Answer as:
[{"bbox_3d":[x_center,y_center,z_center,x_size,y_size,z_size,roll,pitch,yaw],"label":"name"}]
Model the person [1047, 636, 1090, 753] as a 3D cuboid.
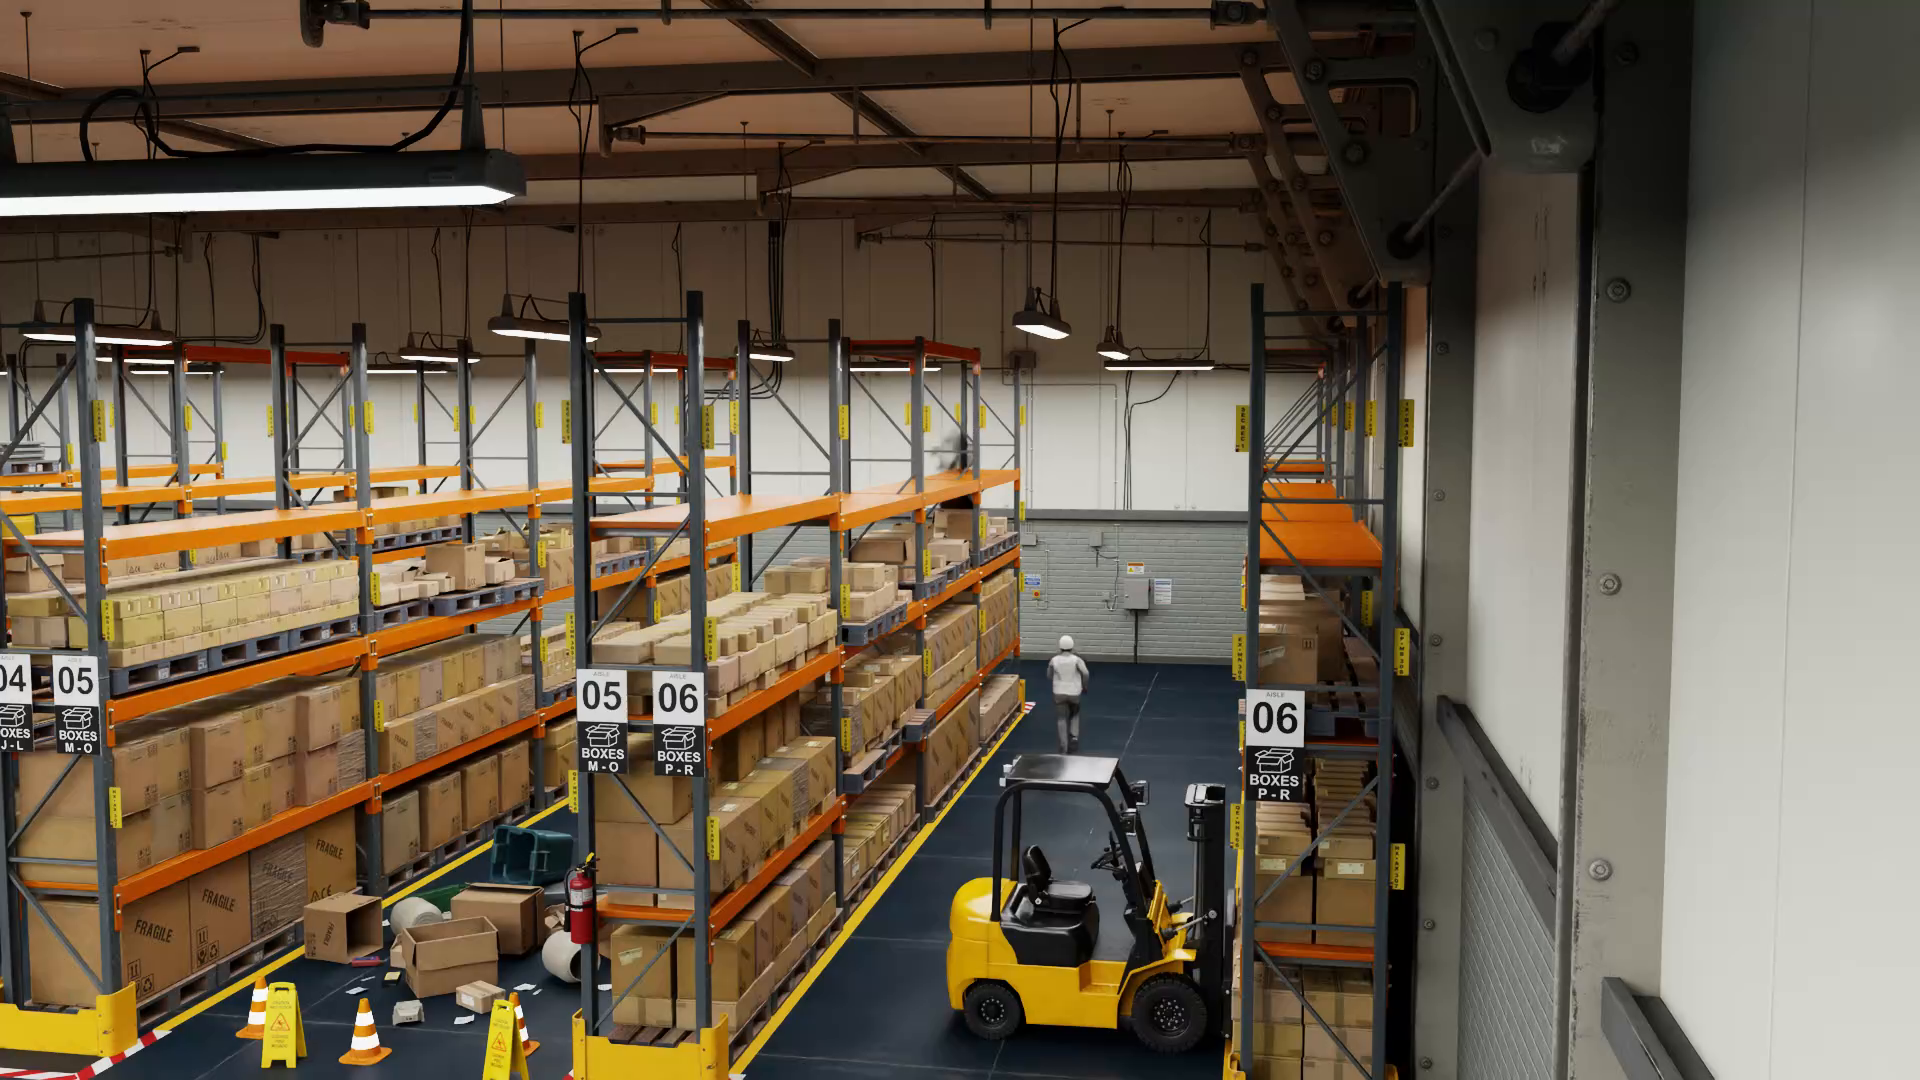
[{"bbox_3d":[1.604,2.293,24.756,0.629,1.771,0.693,0,5,2],"label":"person"}]
